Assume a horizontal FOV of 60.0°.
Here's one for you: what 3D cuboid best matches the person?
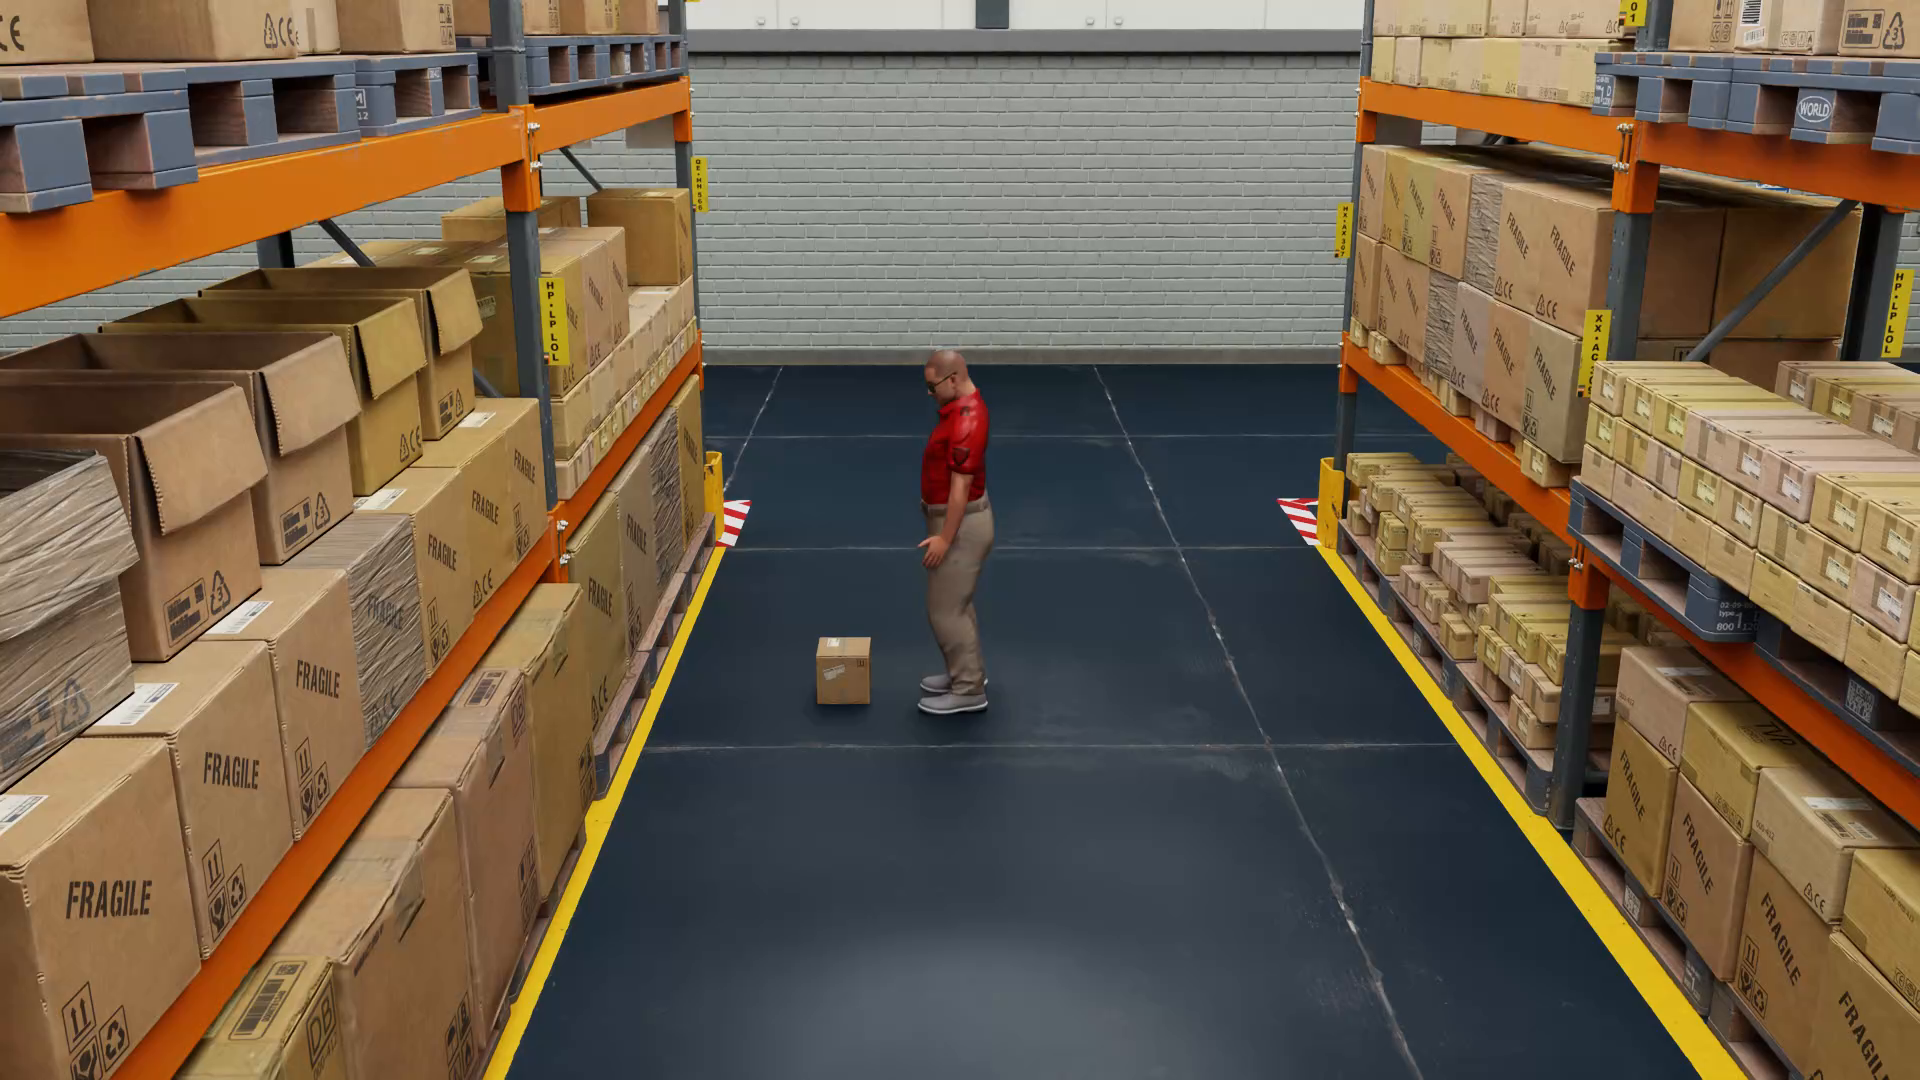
[{"bbox_3d":[-0.018,-0.037,7.743,0.359,1.714,0.538,0,17,0],"label":"person"}]
